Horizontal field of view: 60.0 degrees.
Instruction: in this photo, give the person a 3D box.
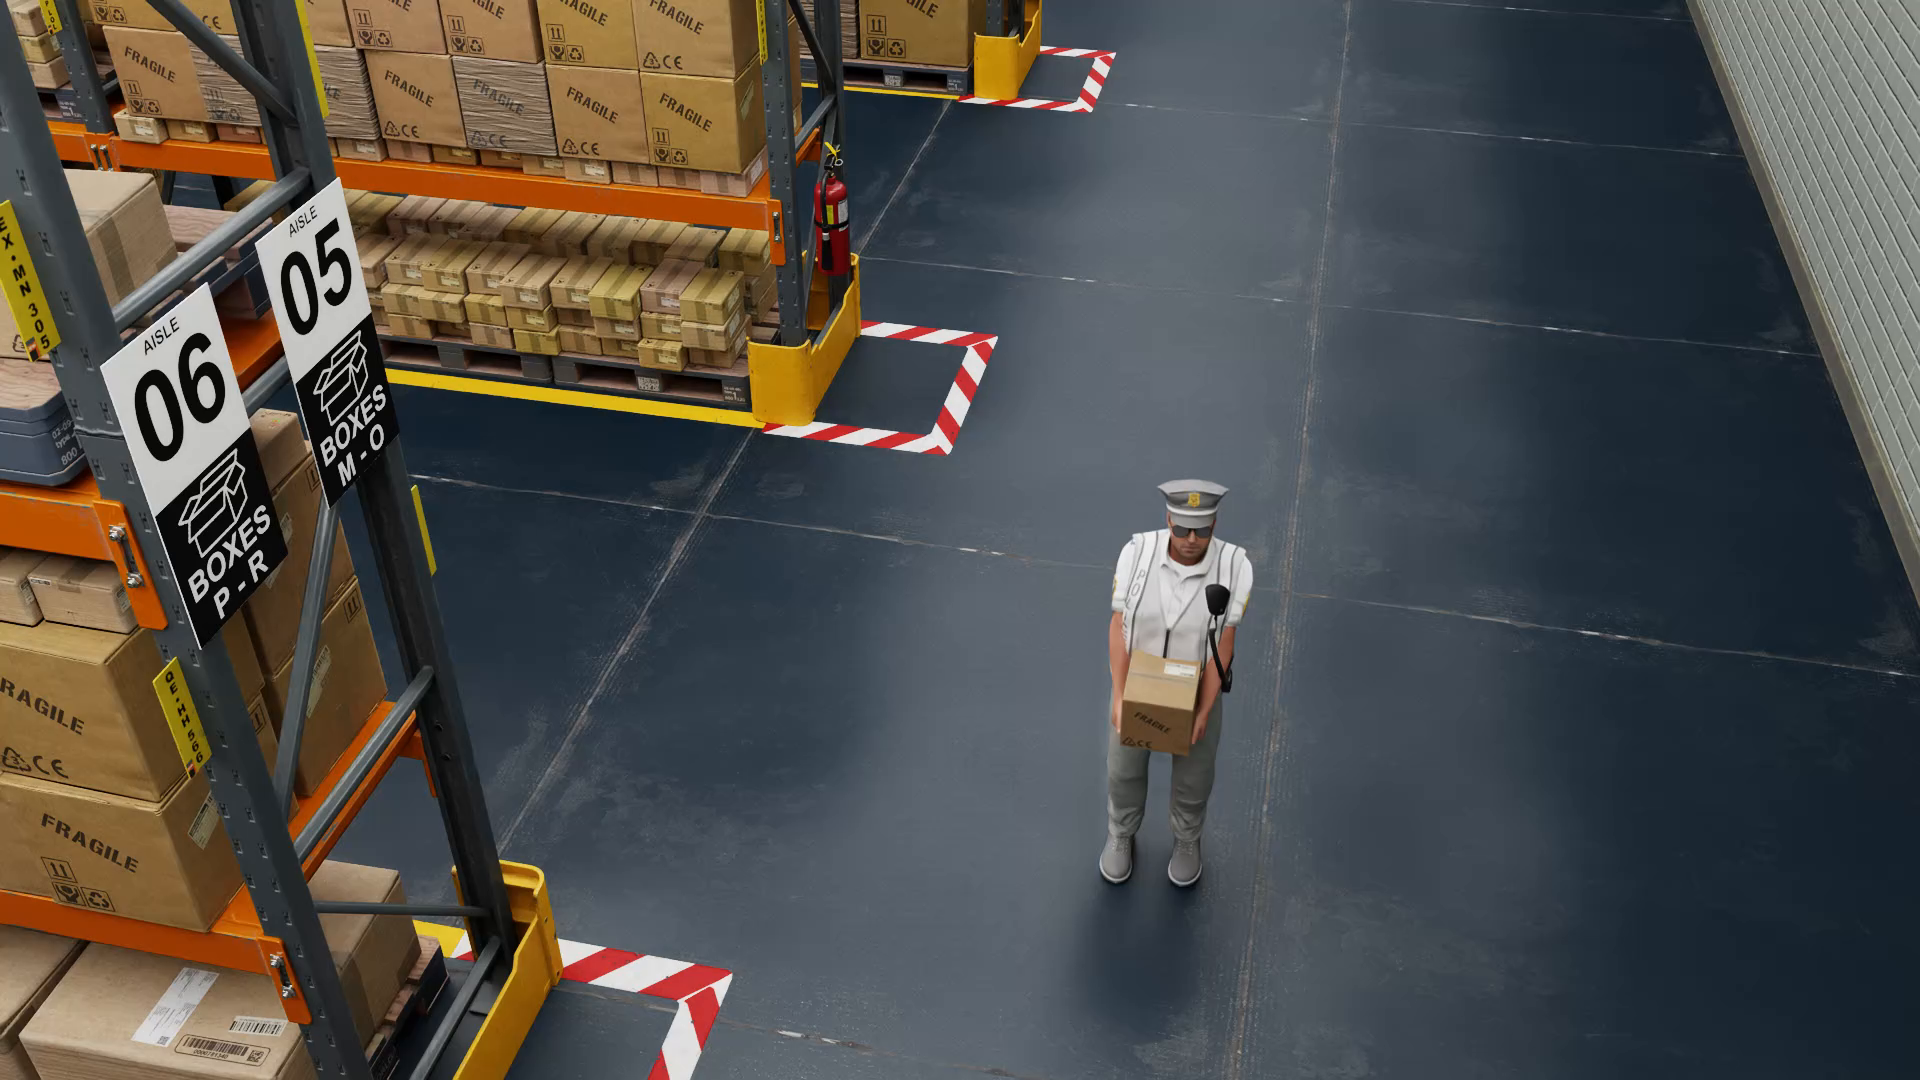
[{"bbox_3d":[0.774,0.577,6.164,0.494,1.768,0.556,8,37,11],"label":"person"}]
